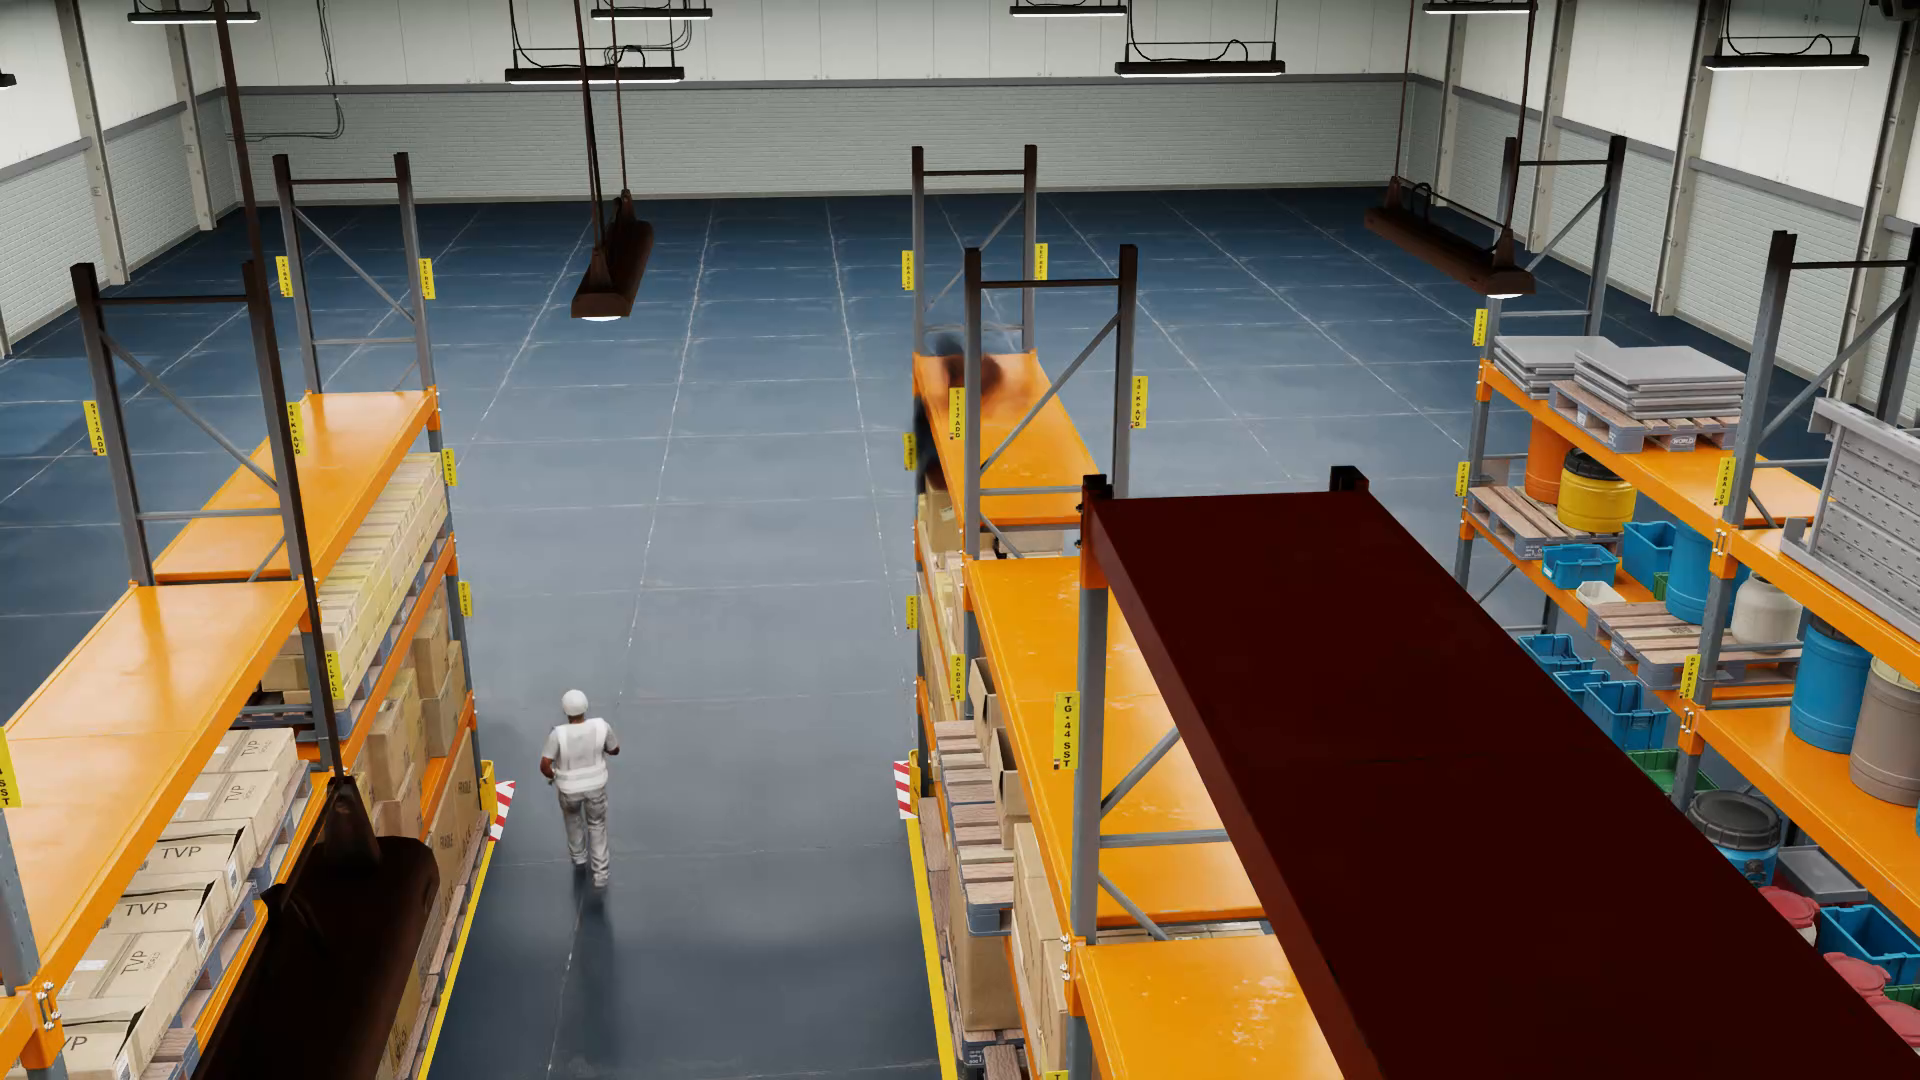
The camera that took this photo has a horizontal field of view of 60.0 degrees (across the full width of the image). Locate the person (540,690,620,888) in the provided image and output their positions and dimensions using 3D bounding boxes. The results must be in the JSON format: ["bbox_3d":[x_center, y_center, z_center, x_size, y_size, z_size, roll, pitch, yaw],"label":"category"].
[{"bbox_3d":[-3.164,2.067,13.945,0.668,1.820,0.828,-6,22,-16],"label":"person"}]
